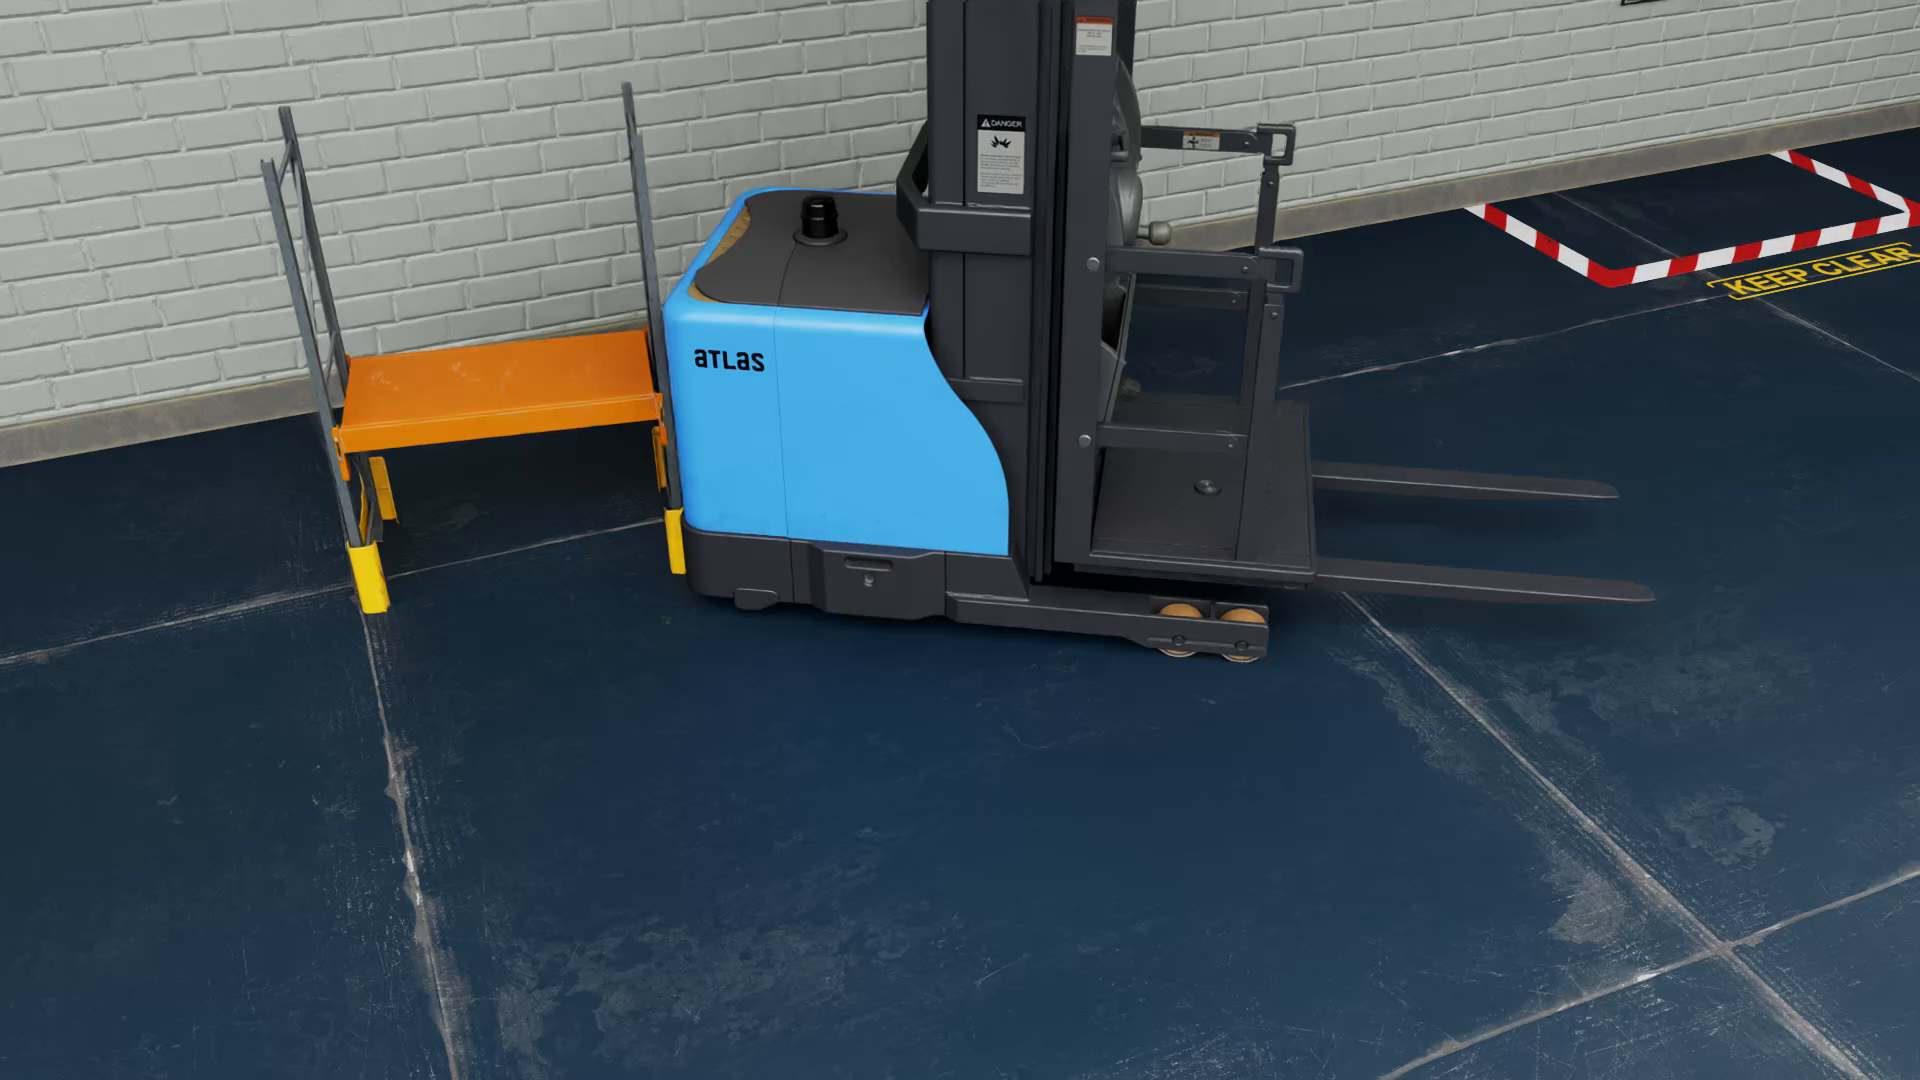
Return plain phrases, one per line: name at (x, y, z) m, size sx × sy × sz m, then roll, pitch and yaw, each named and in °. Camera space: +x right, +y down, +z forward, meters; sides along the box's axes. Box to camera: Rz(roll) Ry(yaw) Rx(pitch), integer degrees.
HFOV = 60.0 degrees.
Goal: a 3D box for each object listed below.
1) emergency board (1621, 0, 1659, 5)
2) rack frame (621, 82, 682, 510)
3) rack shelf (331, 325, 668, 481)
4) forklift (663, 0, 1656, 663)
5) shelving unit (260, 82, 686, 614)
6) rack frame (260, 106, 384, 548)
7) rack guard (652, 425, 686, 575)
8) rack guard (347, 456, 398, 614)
emergency board at (3.524, -3.110, 7.779) m, size 0.626 × 1.169 × 0.157 m, roll -13°, pitch 35°, yaw -19°
rack frame at (-0.988, -0.672, 5.408) m, size 0.032 × 1.500 × 0.500 m, roll -7°, pitch 34°, yaw -11°
rack shelf at (-1.484, -0.459, 5.409) m, size 1.000 × 0.185 × 0.538 m, roll -7°, pitch 34°, yaw -11°
forklift at (0.670, -1.159, 4.843) m, size 3.031 × 2.935 × 1.130 m, roll 5°, pitch 33°, yaw 7°
shelving unit at (-1.475, -0.610, 5.313) m, size 1.083 × 1.500 × 0.587 m, roll -7°, pitch 34°, yaw -11°
rack frame at (-1.979, -0.547, 5.215) m, size 0.032 × 1.500 × 0.500 m, roll -7°, pitch 34°, yaw -11°
rack guard at (-0.990, -0.148, 5.748) m, size 0.087 × 0.250 × 0.587 m, roll -7°, pitch 34°, yaw -11°
rack guard at (-1.960, -0.025, 5.560) m, size 0.087 × 0.250 × 0.587 m, roll -7°, pitch 34°, yaw -11°
